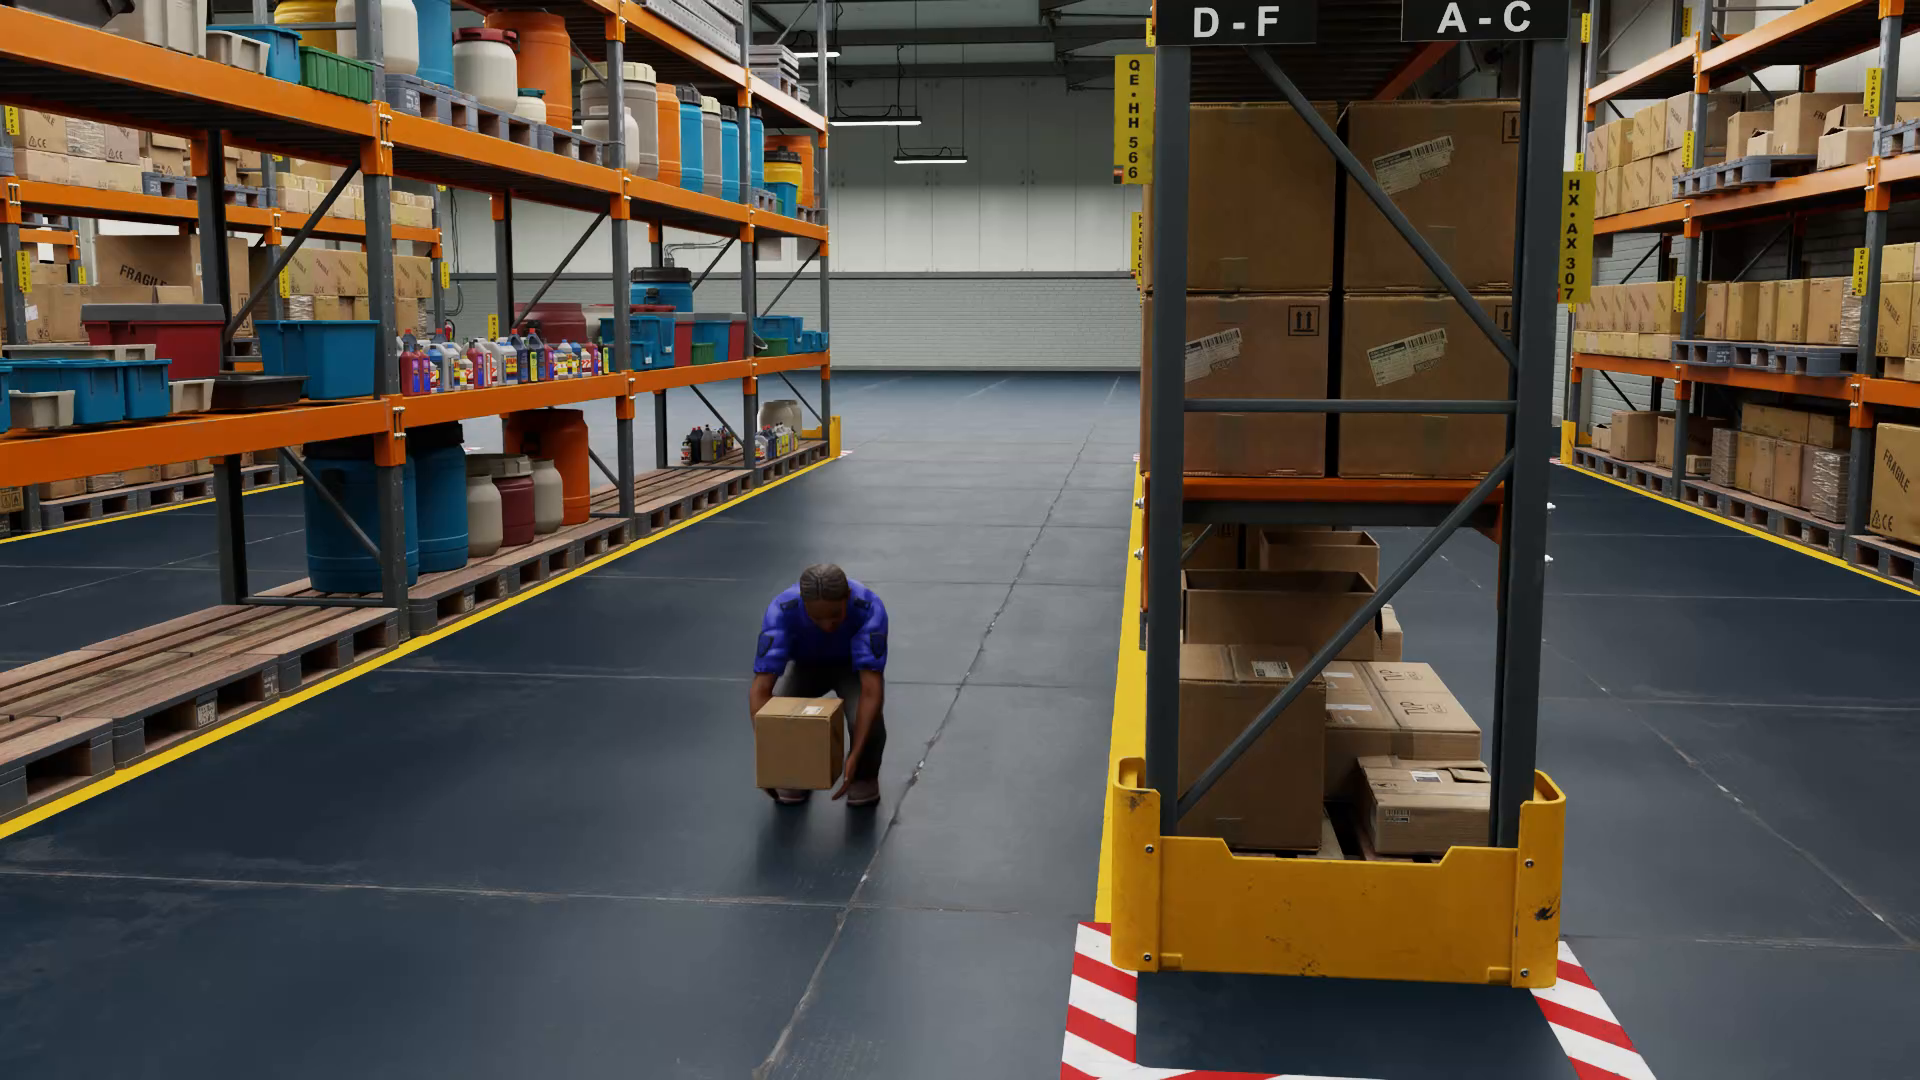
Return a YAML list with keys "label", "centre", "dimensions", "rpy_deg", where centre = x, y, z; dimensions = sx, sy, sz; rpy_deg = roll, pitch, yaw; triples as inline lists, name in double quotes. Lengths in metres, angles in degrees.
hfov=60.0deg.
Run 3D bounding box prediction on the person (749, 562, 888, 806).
- label: "person"
  centre: [-0.479, 0.499, 5.882]
  dimensions: [0.483, 0.929, 0.824]
  rpy_deg: [1, 8, 6]
